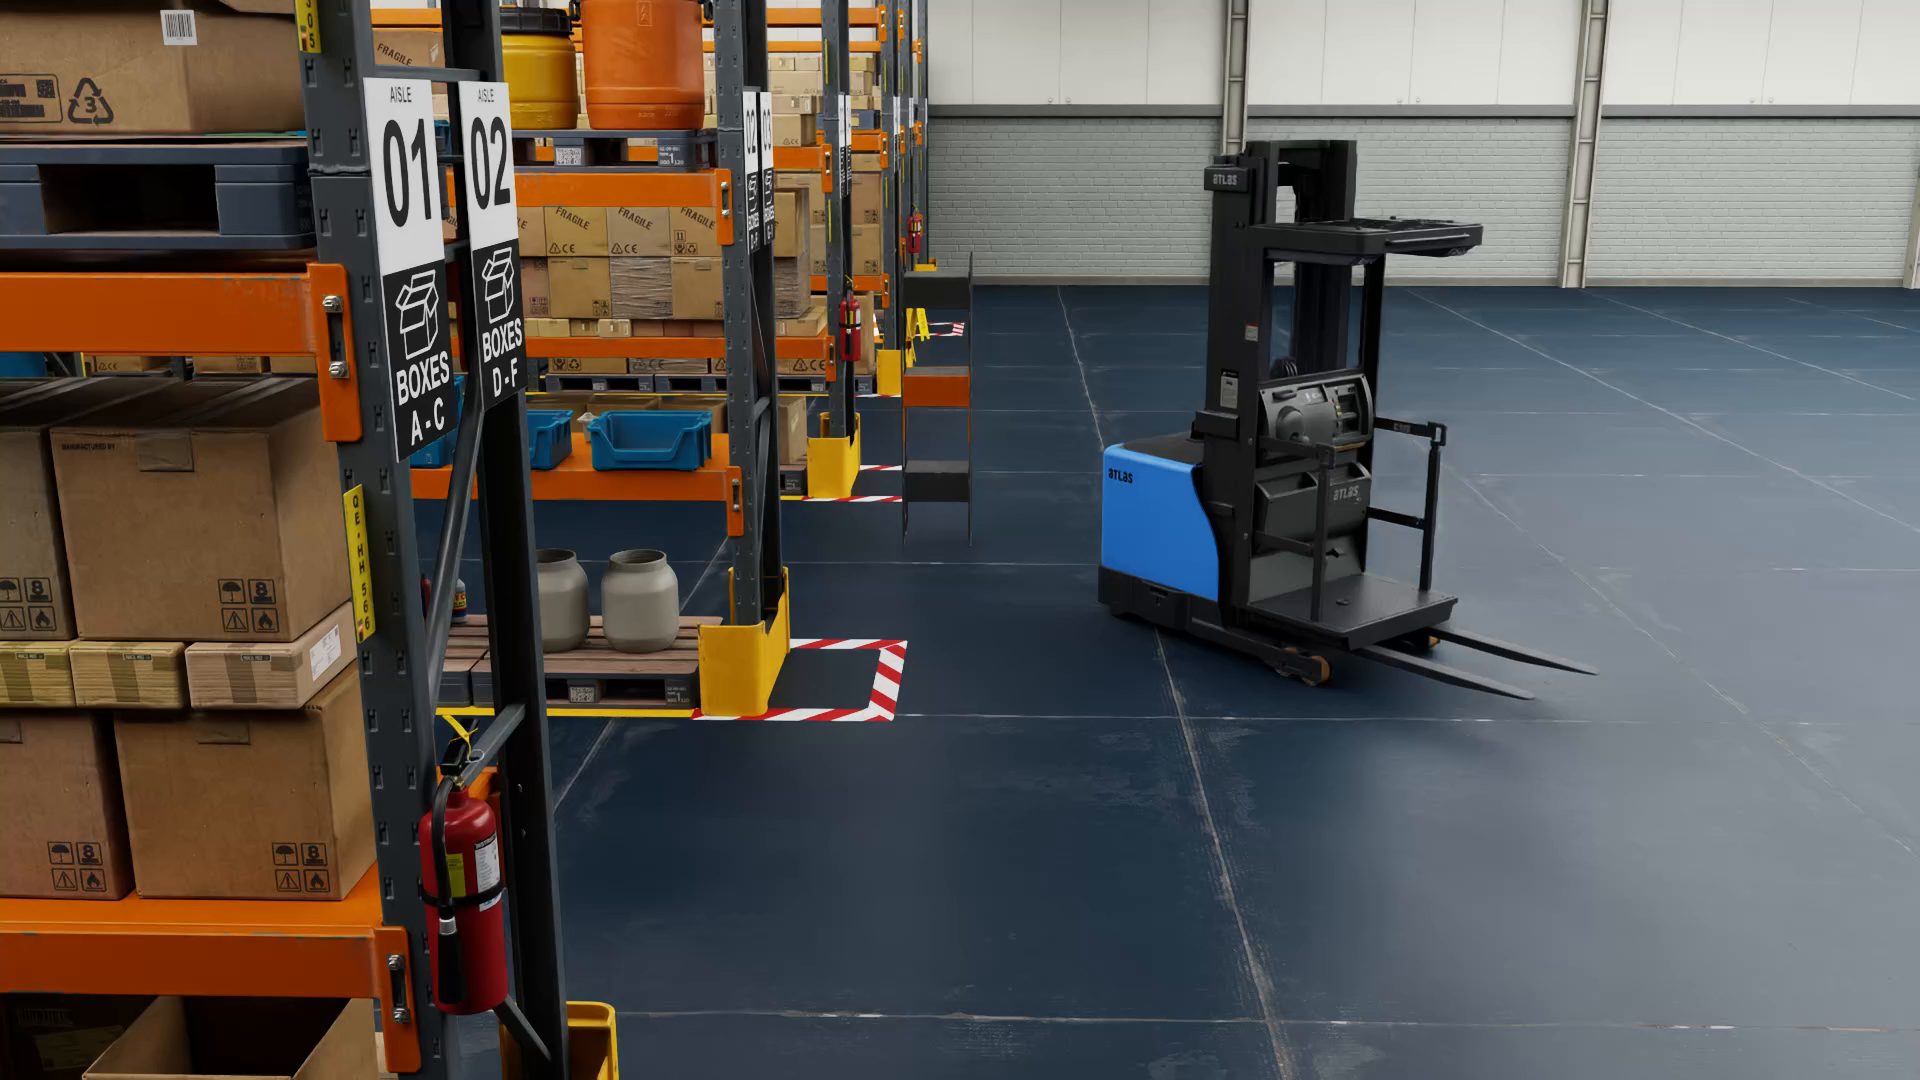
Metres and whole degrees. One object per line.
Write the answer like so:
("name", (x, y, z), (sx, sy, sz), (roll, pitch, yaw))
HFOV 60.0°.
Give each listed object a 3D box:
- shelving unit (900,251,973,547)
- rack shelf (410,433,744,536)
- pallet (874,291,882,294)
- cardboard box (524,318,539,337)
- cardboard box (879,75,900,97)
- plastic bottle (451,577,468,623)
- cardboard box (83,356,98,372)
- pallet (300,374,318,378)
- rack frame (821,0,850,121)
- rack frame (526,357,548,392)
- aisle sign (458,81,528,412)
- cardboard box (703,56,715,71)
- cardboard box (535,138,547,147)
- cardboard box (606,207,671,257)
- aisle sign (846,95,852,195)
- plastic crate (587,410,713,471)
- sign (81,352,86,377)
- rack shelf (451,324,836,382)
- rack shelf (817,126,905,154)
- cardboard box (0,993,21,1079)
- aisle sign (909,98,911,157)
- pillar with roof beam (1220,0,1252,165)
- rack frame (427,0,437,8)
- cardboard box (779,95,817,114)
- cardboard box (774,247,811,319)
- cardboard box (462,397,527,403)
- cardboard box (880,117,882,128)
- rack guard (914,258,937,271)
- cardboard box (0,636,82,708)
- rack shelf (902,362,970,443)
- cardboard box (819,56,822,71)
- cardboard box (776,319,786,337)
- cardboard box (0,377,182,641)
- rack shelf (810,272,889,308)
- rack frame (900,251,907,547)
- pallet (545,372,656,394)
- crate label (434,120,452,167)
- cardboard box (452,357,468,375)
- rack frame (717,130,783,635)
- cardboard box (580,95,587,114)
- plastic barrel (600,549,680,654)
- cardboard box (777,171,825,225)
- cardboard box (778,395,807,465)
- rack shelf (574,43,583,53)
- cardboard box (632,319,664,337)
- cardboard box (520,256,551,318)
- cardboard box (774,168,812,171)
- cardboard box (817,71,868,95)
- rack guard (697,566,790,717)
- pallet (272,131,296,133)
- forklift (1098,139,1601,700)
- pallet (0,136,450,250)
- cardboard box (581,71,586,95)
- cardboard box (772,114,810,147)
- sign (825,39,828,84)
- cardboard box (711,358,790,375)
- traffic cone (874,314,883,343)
("shelving unit", (-0.165, -1.016, 12.076), (0.503, 2.100, 0.431), (0, 15, 1))
("rack shelf", (-3.116, -0.342, 9.166), (4.000, 0.370, 1.077), (0, 15, 1))
("pallet", (-1.379, -4.379, 28.524), (1.213, 0.211, 1.003), (0, 15, 1))
("cardboard box", (-3.531, -1.764, 13.640), (0.250, 0.149, 0.380), (0, 15, 1))
("cardboard box", (-1.062, -7.424, 27.503), (0.500, 0.500, 0.500), (1, 15, 3))
("plastic bottle", (-2.921, 0.338, 9.663), (0.097, 0.271, 0.097), (0, 15, 0))
("cardboard box", (-9.943, -2.193, 18.847), (0.500, 0.500, 0.500), (1, 15, 4))
("pallet", (-6.757, -1.875, 19.032), (1.213, 0.211, 1.003), (0, 15, 1))
("rack frame", (-0.990, -4.841, 13.047), (0.127, 3.000, 1.000), (0, 15, 1))
("rack frame", (-4.761, -3.230, 18.703), (0.127, 3.000, 1.000), (0, 15, 1))
("aisle sign", (-1.173, -0.748, 4.200), (0.004, 0.787, 0.394), (0, 15, 1))
("cardboard box", (-2.632, -5.095, 17.804), (0.250, 0.149, 0.380), (0, 15, 2))
("cardboard box", (-3.520, -3.267, 13.258), (0.500, 0.250, 0.500), (0, 15, -1))
("cardboard box", (-2.546, -2.562, 13.430), (0.500, 0.500, 0.500), (0, 15, 1))
("aisle sign", (-0.920, -3.273, 13.769), (0.004, 0.787, 0.394), (0, 15, 1))
("plastic crate", (-1.624, -0.532, 8.767), (0.616, 0.251, 0.499), (0, 15, 1))
("sign", (-5.090, -0.977, 9.620), (0.005, 0.325, 0.100), (0, 15, 1))
("rack shelf", (-2.989, -1.605, 13.954), (4.000, 0.370, 1.077), (0, 15, 1))
("rack shelf", (-2.736, -5.583, 23.150), (4.000, 0.370, 1.077), (0, 15, 1))
("cardboard box", (-2.777, 1.287, 4.677), (0.500, 0.500, 0.500), (0, 15, 1))
("aisle sign", (-0.682, -5.650, 22.778), (0.004, 0.787, 0.394), (0, 15, 1))
("pillar with roof beam", (4.601, -7.731, 24.003), (0.400, 9.000, 9.100), (0, 15, 1))
("rack frame", (-8.611, -8.686, 27.622), (0.127, 3.000, 1.000), (0, 15, 1))
("cardboard box", (-1.275, -3.433, 13.103), (0.250, 0.149, 0.380), (0, 15, 1))
("cardboard box", (-1.539, -2.143, 13.802), (0.500, 0.500, 0.875), (0, 15, 1))
("cardboard box", (-4.017, -0.946, 14.121), (0.500, 0.500, 0.500), (5, 16, 19))
("cardboard box", (-1.101, -5.727, 22.779), (0.250, 0.149, 0.380), (0, 15, 2))
("rack guard", (-0.590, -4.524, 28.508), (0.348, 0.500, 1.175), (0, 15, 1))
("cardboard box", (-2.151, 0.268, 3.978), (0.250, 0.149, 0.380), (0, 15, 1))
("rack shelf", (-0.165, -1.003, 12.080), (0.480, 0.518, 0.431), (0, 15, 1))
("cardboard box", (-1.357, -5.088, 17.773), (0.250, 0.149, 0.380), (0, 15, 2))
("cardboard box", (-1.530, -1.769, 13.659), (0.250, 0.149, 0.380), (0, 15, 1))
("cardboard box", (-2.292, -0.098, 4.092), (0.500, 0.500, 0.700), (0, 15, 0))
("rack shelf", (-2.761, -2.869, 18.745), (4.000, 0.370, 1.077), (0, 15, 1))
("rack frame", (-0.409, -1.018, 12.082), (0.015, 2.100, 0.400), (0, 15, 1))
("pallet", (-4.003, -1.857, 18.964), (1.213, 0.211, 1.003), (0, 15, 1))
("crate label", (-2.979, -2.152, 9.027), (0.408, 0.251, 0.502), (0, 15, 1))
("cardboard box", (-5.384, -2.326, 18.865), (0.750, 0.750, 1.050), (0, 15, 1))
("rack frame", (-1.116, -0.677, 9.025), (0.127, 3.000, 1.000), (0, 15, 1))
("cardboard box", (-2.849, -3.457, 13.194), (0.250, 0.149, 0.380), (0, 15, -1))
("plastic barrel", (-1.776, 0.338, 9.231), (0.421, 0.512, 0.421), (0, 15, 0))
("cardboard box", (-1.684, -3.791, 18.418), (0.550, 0.550, 0.875), (0, 15, 1))
("cardboard box", (-1.614, -0.943, 14.109), (0.500, 0.500, 0.500), (3, 15, 12))
("rack shelf", (-6.612, -8.132, 27.715), (4.000, 0.370, 1.077), (0, 15, 1))
("cardboard box", (-2.530, -1.772, 13.667), (0.250, 0.149, 0.380), (0, 15, 1))
("cardboard box", (-3.539, -2.150, 13.828), (0.500, 0.500, 0.875), (0, 15, 1))
("cardboard box", (-2.271, -5.073, 22.948), (0.500, 0.500, 0.700), (0, 15, 1))
("cardboard box", (-1.259, -4.909, 17.878), (0.500, 0.250, 0.500), (1, 15, 2))
("rack guard", (-1.194, 0.543, 9.300), (0.348, 0.500, 1.175), (0, 15, 1))
("pallet", (-5.603, -3.357, 13.671), (1.003, 0.211, 1.213), (0, 15, 1))
("forklift", (2.193, -0.750, 9.436), (1.130, 2.935, 3.031), (-12, 19, -37))
("pallet", (-1.953, -0.832, 3.908), (1.213, 0.211, 1.003), (0, 15, 1))
("cardboard box", (-3.775, -4.926, 17.942), (0.500, 0.250, 0.500), (0, 15, 1))
("cardboard box", (-1.478, -3.256, 13.215), (0.500, 0.250, 0.500), (1, 15, 3))
("sign", (-1.024, -3.677, 12.781), (0.005, 0.325, 0.100), (0, 15, 1))
("cardboard box", (-2.321, -2.373, 18.794), (0.875, 0.875, 0.875), (0, 15, 1))
("traffic cone", (-1.200, -2.914, 22.479), (0.334, 0.463, 0.336), (0, 15, 1))
